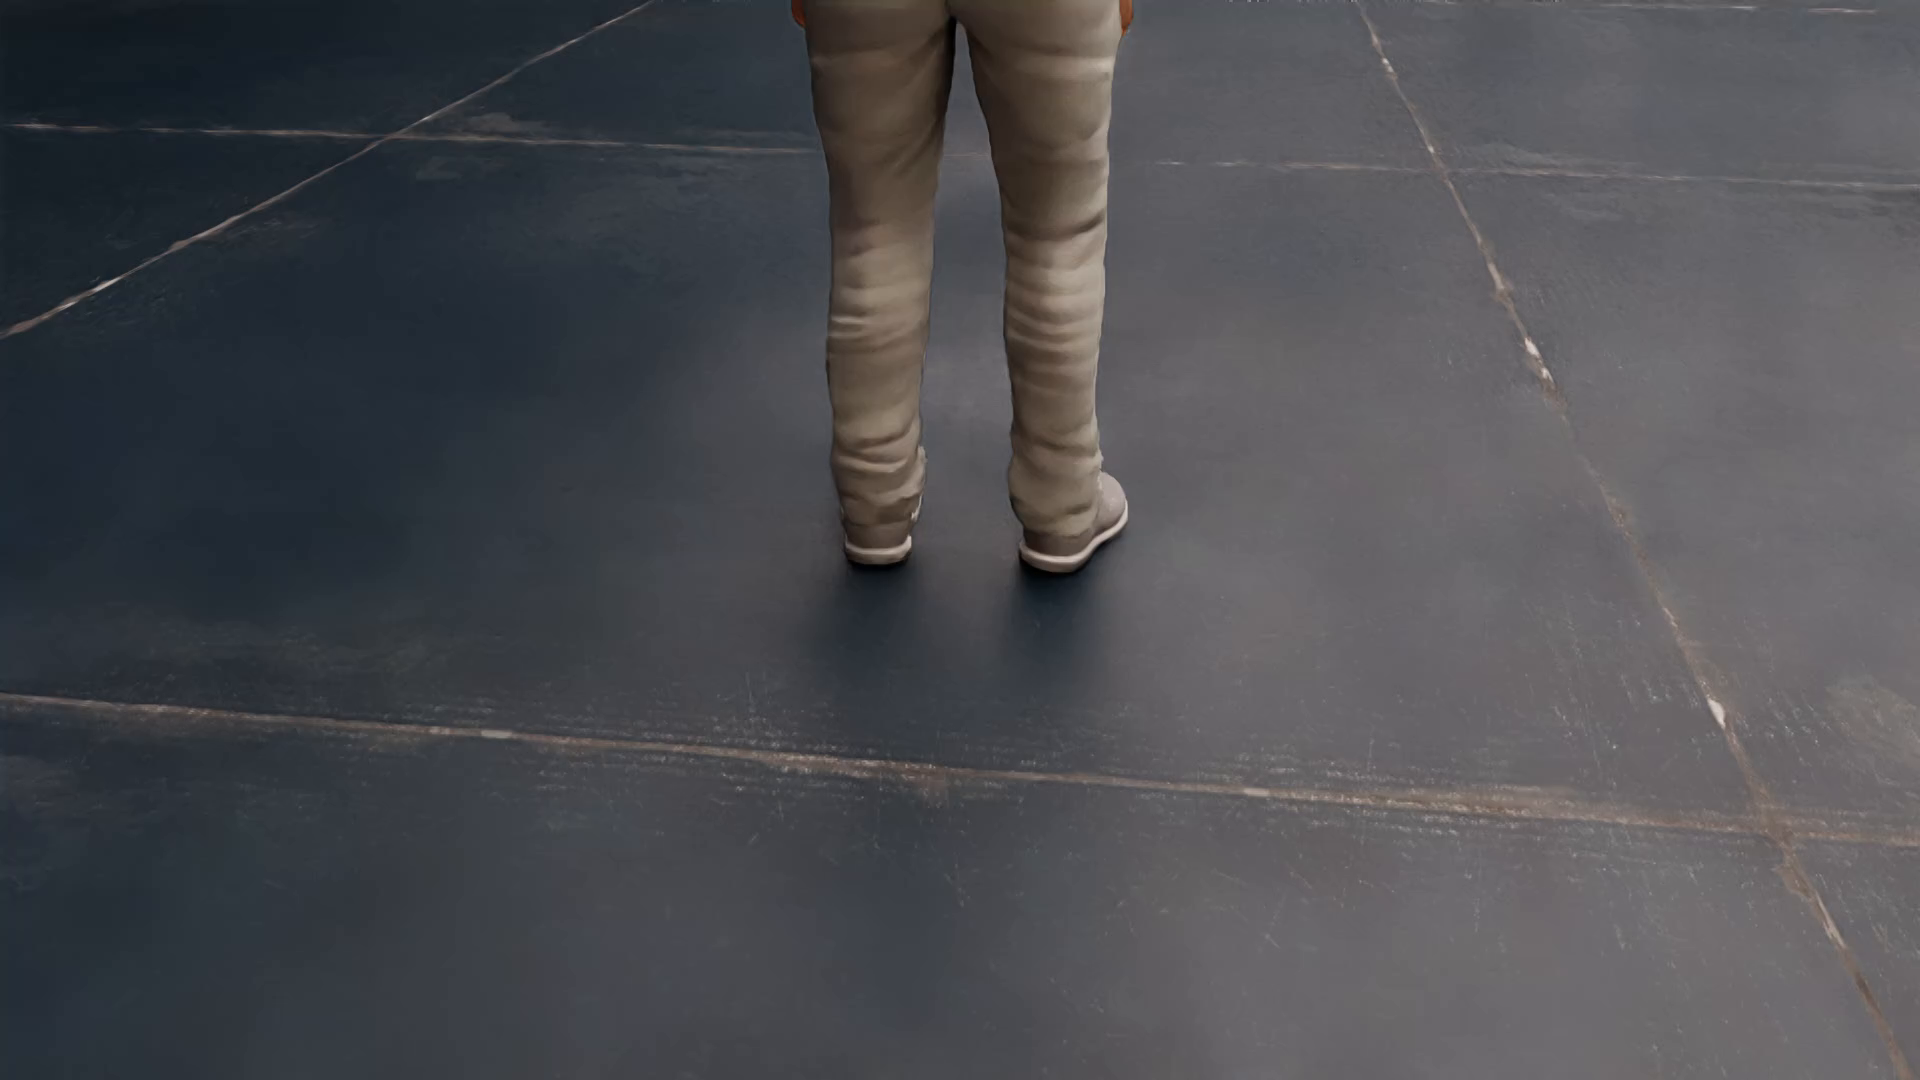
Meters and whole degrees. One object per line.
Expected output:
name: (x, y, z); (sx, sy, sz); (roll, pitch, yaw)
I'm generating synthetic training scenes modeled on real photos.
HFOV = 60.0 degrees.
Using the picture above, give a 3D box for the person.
person: (0.009, -0.750, 2.144); (0.482, 1.669, 0.390); (3, 27, 7)
